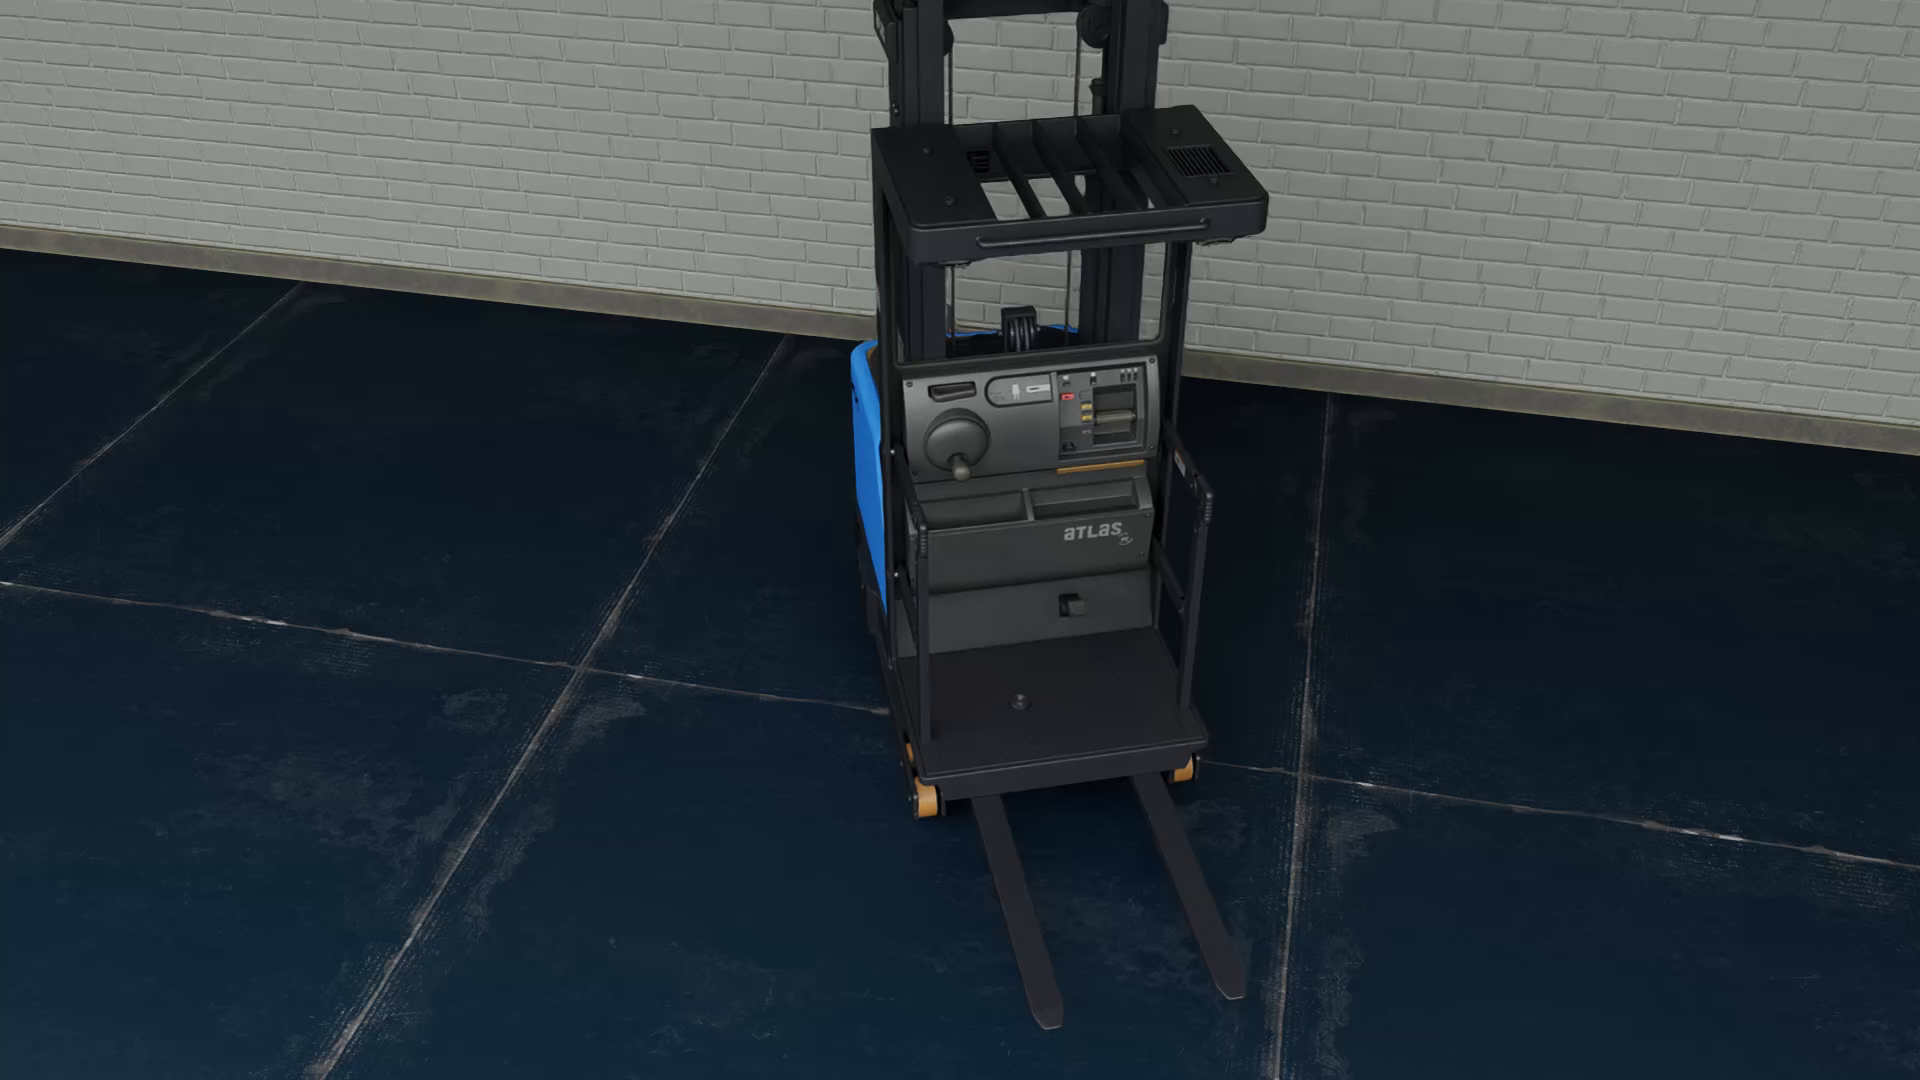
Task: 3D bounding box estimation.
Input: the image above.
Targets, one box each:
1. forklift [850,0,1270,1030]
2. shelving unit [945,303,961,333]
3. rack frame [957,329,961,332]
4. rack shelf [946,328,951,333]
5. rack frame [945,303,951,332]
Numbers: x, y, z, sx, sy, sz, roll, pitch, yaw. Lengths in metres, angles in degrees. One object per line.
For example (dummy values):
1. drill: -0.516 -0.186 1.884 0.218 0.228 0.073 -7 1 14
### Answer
1. forklift: 0.303 -0.373 5.767 1.130 2.935 3.031 -6 36 -9
2. shelving unit: -0.118 -0.548 7.612 0.215 1.050 0.252 -7 36 -9
3. rack frame: -0.094 -0.478 7.515 0.200 1.050 0.008 -7 36 -9
4. rack shelf: -0.118 -0.770 7.452 0.215 0.259 0.240 -7 36 -9
5. rack frame: -0.141 -0.619 7.709 0.200 1.050 0.008 -7 36 -9
